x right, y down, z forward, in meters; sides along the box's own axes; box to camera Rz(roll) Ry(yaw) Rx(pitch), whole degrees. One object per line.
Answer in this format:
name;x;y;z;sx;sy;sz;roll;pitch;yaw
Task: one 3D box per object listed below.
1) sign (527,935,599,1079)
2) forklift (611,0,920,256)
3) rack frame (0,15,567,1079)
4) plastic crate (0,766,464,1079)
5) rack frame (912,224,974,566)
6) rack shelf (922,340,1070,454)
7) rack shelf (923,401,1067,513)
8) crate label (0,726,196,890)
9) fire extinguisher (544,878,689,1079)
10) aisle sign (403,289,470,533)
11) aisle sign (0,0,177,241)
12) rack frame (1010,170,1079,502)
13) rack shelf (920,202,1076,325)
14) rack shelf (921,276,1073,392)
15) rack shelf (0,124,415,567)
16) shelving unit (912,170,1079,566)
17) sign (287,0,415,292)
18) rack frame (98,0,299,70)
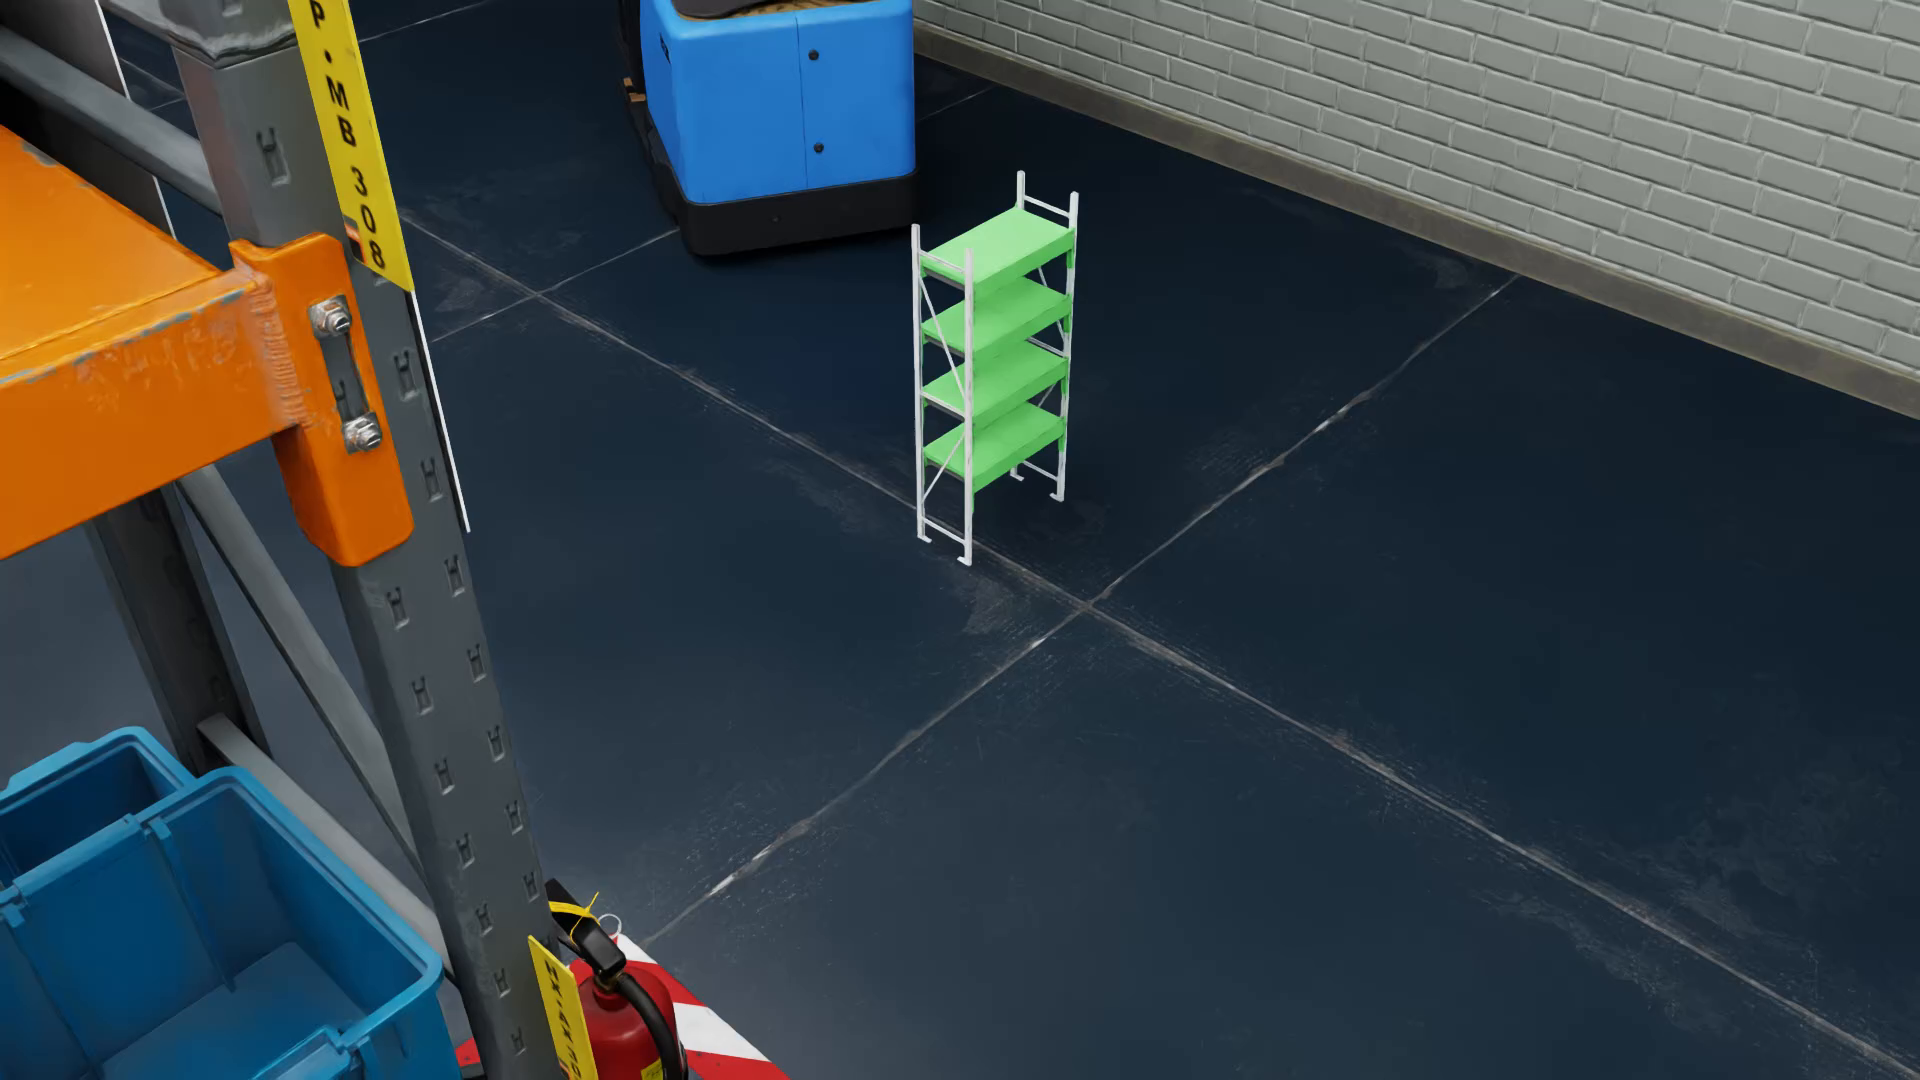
sign;-0.553;0.687;2.345;0.100;0.325;0.005;30;47;32
forklift;-1.115;-3.298;7.542;1.130;2.935;3.031;-11;40;-14
rack frame;-0.970;0.528;2.676;1.000;3.000;0.127;30;47;32
plastic crate;-1.058;0.722;2.355;0.616;0.435;0.499;30;47;32
rack frame;-0.053;-0.434;5.331;0.240;1.200;0.015;30;47;32
rack shelf;0.112;-0.496;5.512;0.258;0.148;0.480;30;47;32
rack shelf;0.112;-0.308;5.661;0.258;0.148;0.480;30;47;32
crate label;-1.379;0.545;2.741;0.416;0.233;0.303;30;47;32
fire extinguisher;-0.533;0.825;2.664;0.296;0.674;0.183;30;47;32
aisle sign;-0.705;-0.400;1.754;0.394;0.787;0.004;30;47;32
aisle sign;-1.140;-0.648;2.066;0.394;0.787;0.004;30;47;32
rack frame;0.276;-0.658;5.613;0.240;1.200;0.015;30;47;32
rack shelf;0.112;-0.871;5.213;0.258;0.148;0.480;30;47;32
rack shelf;0.112;-0.684;5.363;0.258;0.148;0.480;30;47;32
rack shelf;-2.319;0.554;0.811;1.077;0.370;4.000;30;47;32
shelving unit;0.112;-0.546;5.472;0.258;1.200;0.503;30;47;32
sign;-0.553;-0.382;1.494;0.100;0.325;0.005;30;47;32
rack frame;-0.970;-1.821;0.809;1.000;3.000;0.127;30;47;32
